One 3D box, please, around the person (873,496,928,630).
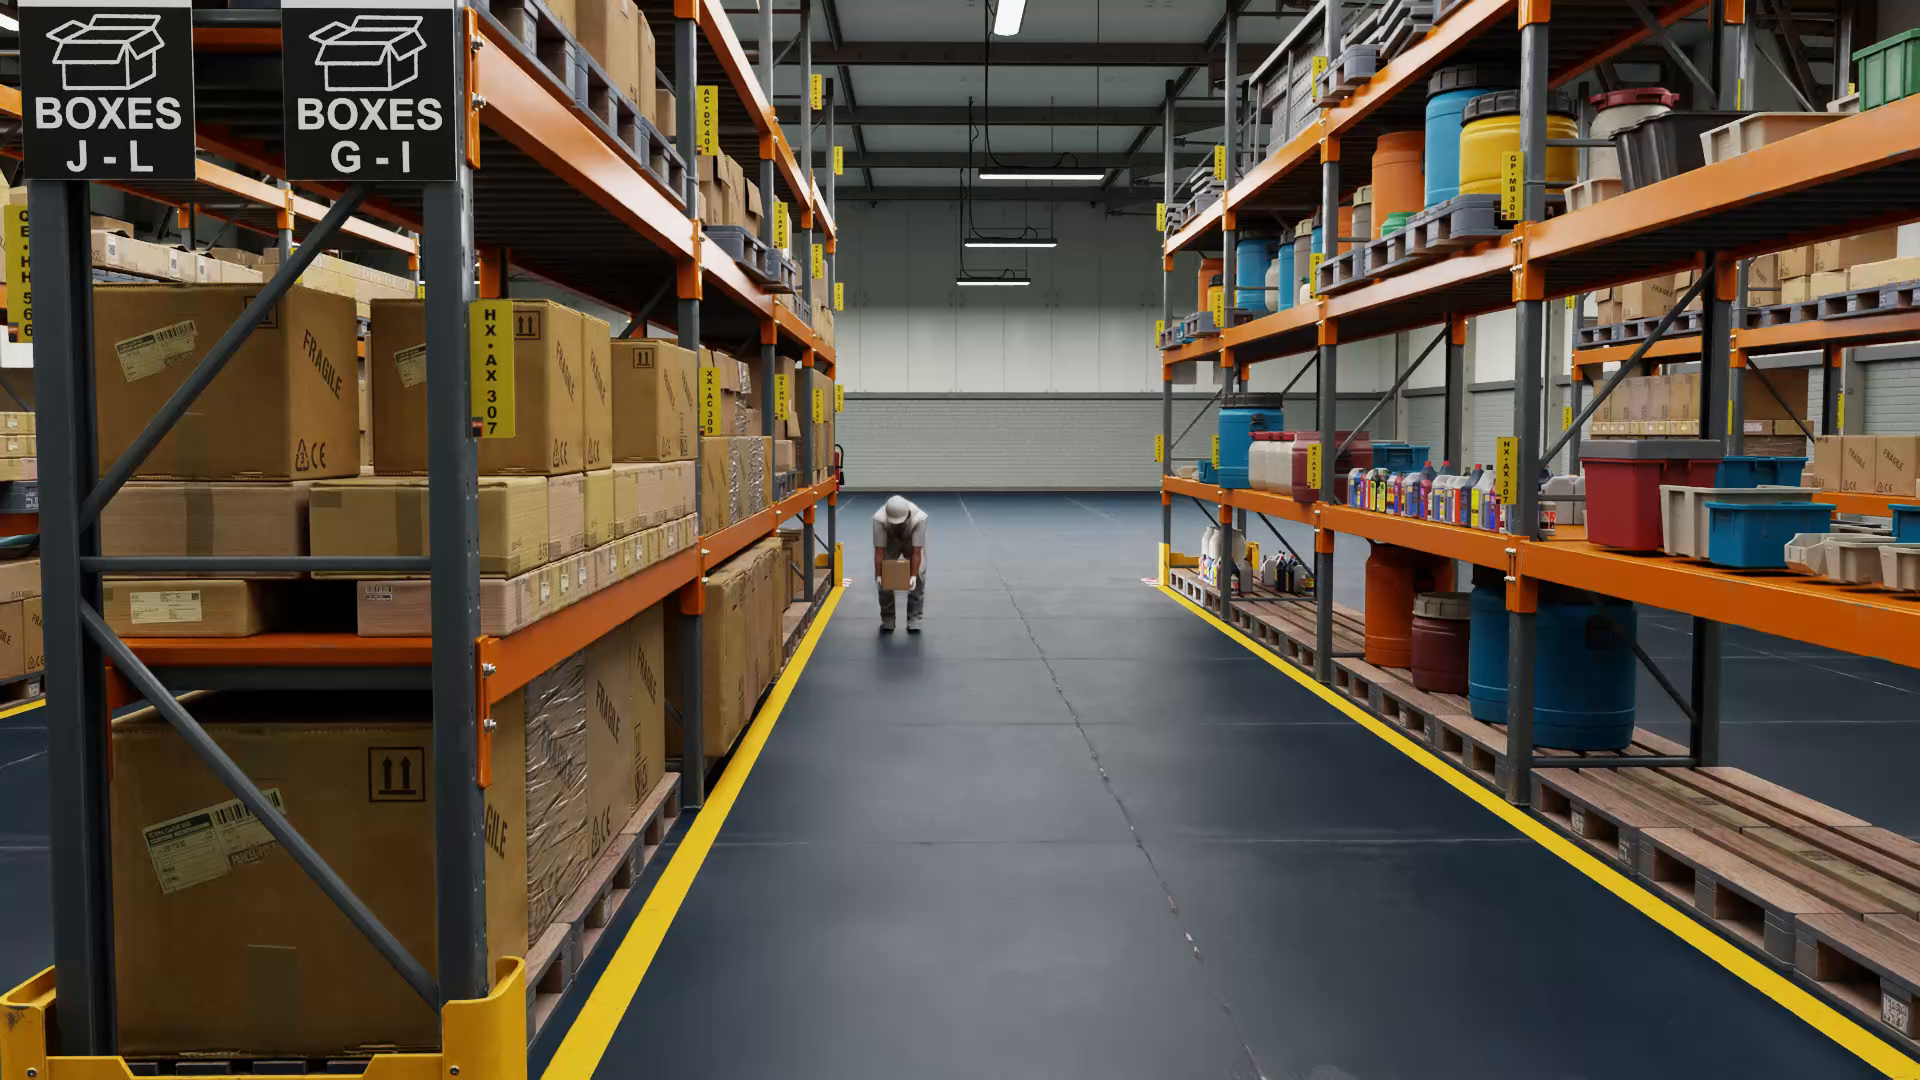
[{"bbox_3d":[-0.545,0.211,15.244,0.513,1.264,0.939,0,4,4],"label":"person"}]
